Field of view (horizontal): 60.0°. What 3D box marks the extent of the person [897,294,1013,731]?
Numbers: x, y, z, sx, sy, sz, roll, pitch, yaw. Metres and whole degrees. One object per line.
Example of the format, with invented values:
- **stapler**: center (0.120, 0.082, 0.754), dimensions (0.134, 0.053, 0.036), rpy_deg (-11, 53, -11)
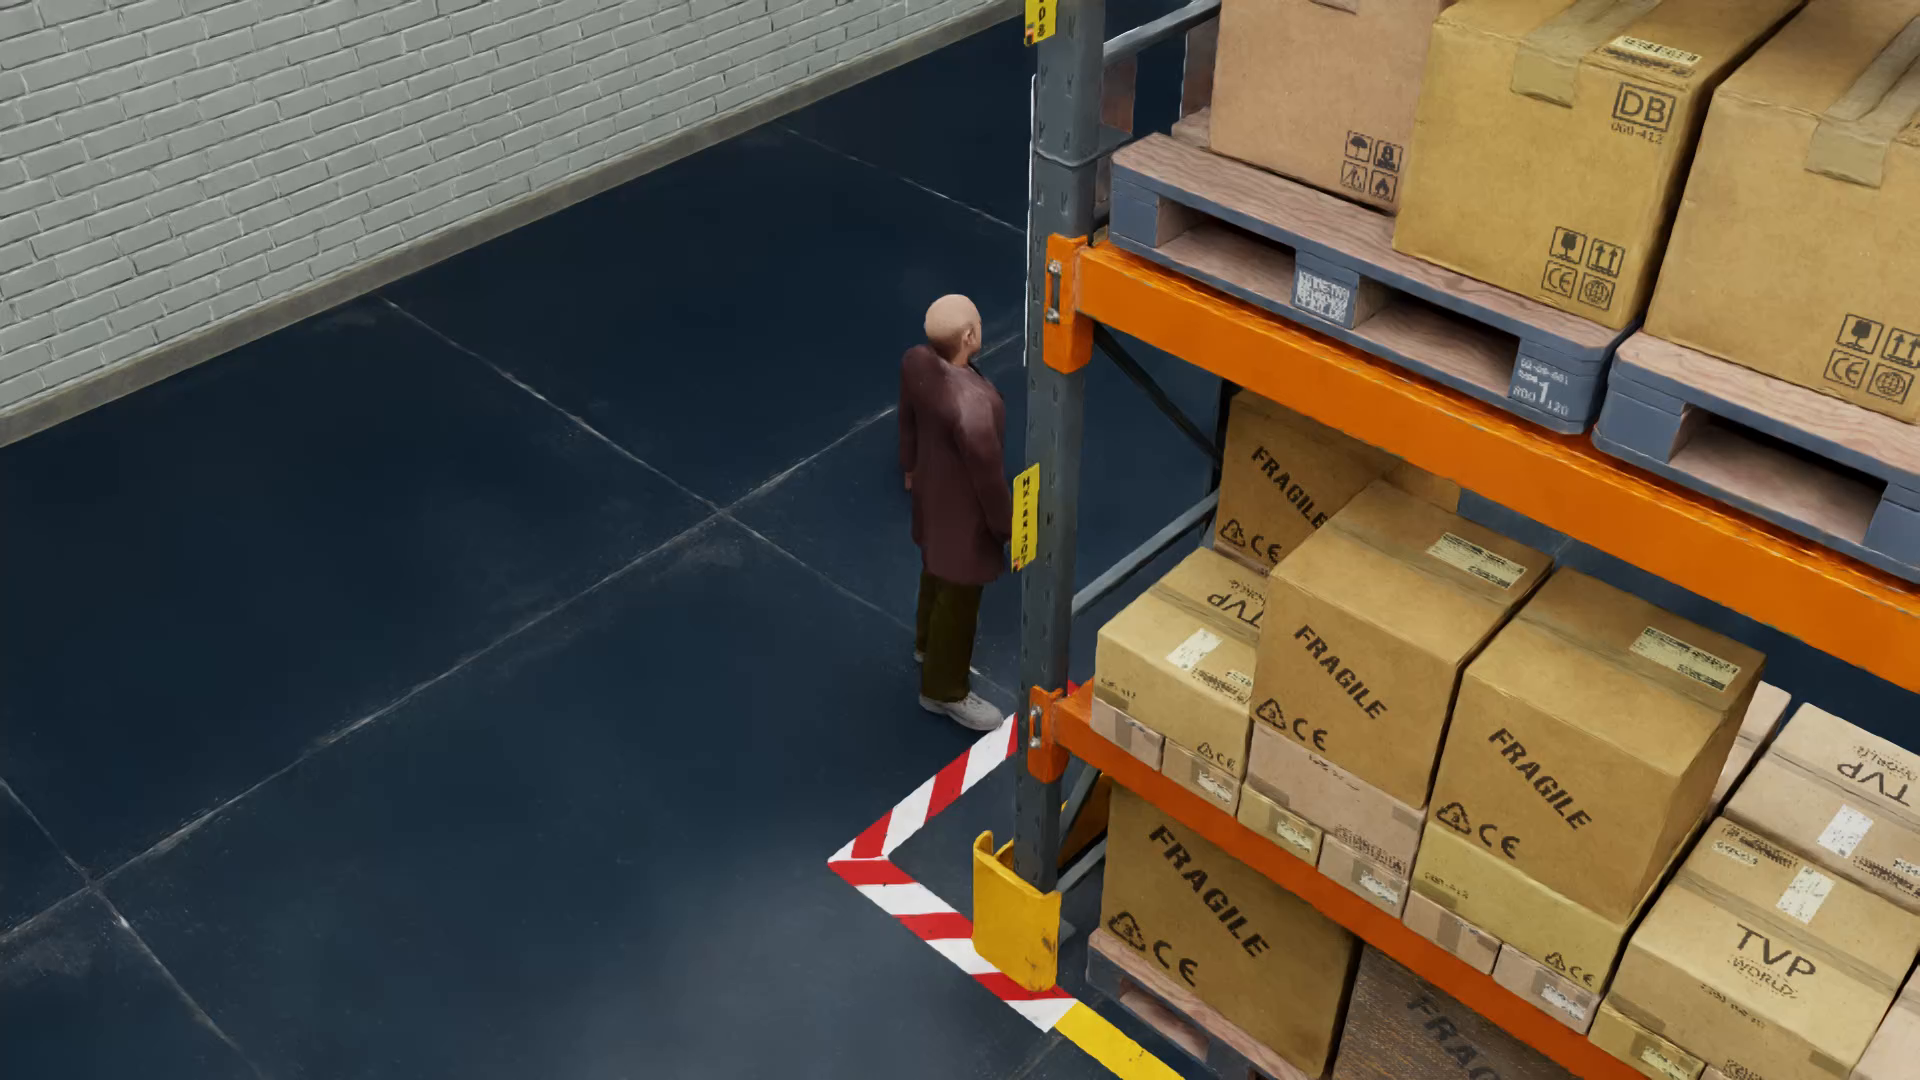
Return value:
- **person**: center (-0.008, -0.127, 6.291), dimensions (0.431, 1.782, 0.718), rpy_deg (-16, 42, -19)
